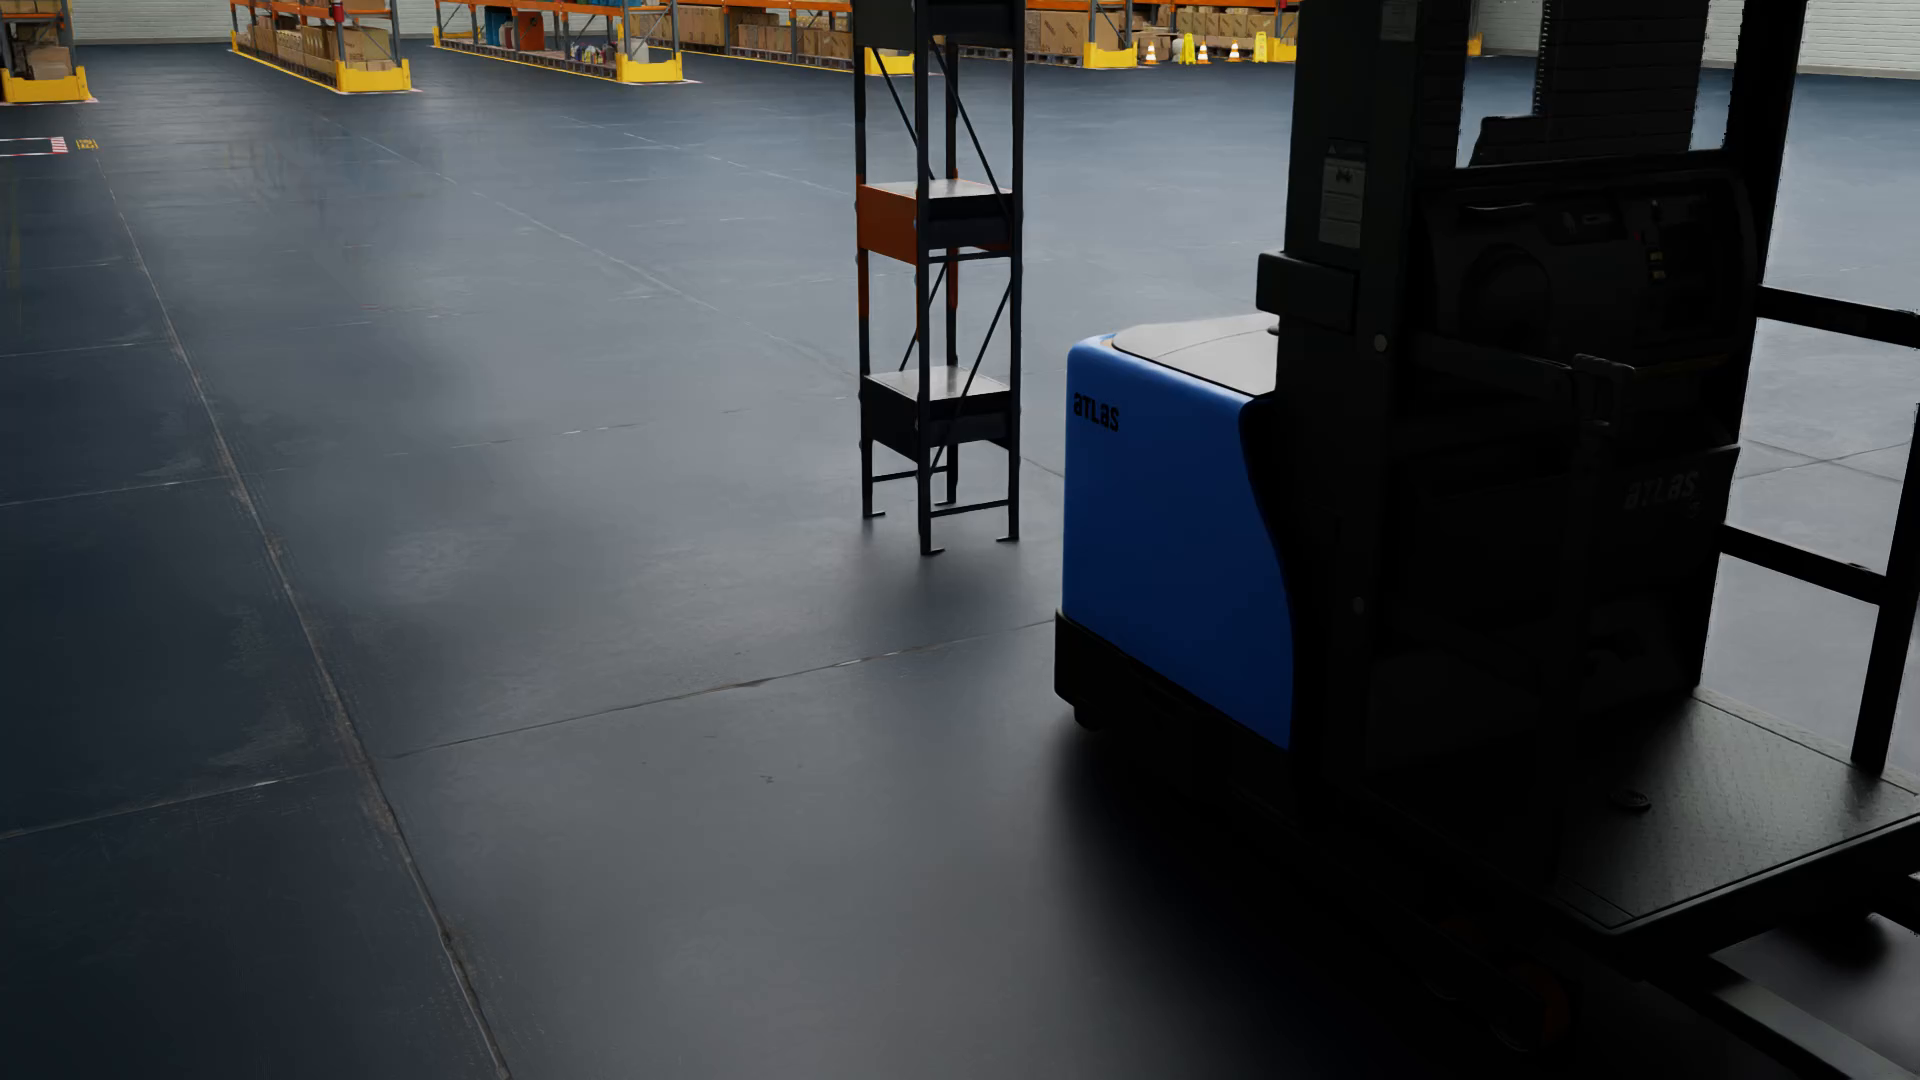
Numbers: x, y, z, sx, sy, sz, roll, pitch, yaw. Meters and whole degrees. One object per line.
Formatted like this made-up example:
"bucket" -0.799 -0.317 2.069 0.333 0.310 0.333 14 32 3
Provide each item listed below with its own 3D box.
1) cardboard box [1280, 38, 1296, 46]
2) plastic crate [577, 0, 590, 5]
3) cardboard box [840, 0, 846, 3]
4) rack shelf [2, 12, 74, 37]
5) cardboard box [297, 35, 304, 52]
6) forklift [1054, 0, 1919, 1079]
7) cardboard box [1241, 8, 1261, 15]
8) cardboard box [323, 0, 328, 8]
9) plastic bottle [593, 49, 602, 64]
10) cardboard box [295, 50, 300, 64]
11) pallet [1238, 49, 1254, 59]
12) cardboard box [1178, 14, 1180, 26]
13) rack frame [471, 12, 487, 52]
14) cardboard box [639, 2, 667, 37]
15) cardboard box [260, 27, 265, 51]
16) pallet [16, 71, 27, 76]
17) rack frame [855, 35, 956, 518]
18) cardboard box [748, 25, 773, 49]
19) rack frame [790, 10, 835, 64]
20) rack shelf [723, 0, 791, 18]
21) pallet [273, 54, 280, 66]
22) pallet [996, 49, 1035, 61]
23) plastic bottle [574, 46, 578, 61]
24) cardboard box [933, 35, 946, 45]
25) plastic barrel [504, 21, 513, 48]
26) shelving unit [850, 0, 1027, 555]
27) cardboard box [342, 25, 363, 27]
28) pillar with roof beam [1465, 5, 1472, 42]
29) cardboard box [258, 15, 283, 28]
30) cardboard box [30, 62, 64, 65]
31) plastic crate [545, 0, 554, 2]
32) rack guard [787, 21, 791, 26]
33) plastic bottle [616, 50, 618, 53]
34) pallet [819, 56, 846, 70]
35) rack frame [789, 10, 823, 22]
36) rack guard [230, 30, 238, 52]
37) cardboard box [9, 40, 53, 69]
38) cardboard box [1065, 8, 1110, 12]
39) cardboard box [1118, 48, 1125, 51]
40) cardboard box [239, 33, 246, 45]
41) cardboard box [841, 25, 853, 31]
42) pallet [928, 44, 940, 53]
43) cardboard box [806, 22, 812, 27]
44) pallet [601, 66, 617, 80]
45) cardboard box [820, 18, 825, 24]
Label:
"cardboard box" 7.310 -11.337 37.961 0.500 0.250 0.500 -10 21 -27
"plastic crate" -7.134 -10.477 32.220 0.450 0.188 0.662 -10 21 -27
"cardboard box" -2.197 -10.917 33.555 0.380 0.149 0.250 -10 21 -27
"rack shelf" -15.299 -8.562 27.448 1.077 0.370 4.000 -10 21 -27
"cardboard box" -12.336 -9.480 31.718 0.500 0.311 0.500 -10 21 -27
"forklift" 1.411 -0.557 3.252 1.130 2.935 3.031 -10 21 -27
"cardboard box" 6.607 -12.009 37.762 0.380 0.149 0.250 -9 21 -25
"cardboard box" -10.939 -9.723 29.558 0.700 0.500 0.500 -9 21 -25
"plastic bottle" -6.984 -9.318 32.039 0.152 0.276 0.135 -10 21 -26
"cardboard box" -12.582 -9.363 32.237 0.500 0.250 0.500 -10 22 -27
"pallet" 7.059 -11.107 37.995 1.003 0.211 1.213 -10 21 -27
"cardboard box" 6.644 -14.927 47.980 0.500 0.500 0.500 -11 22 -28
"rack frame" -11.329 -13.307 40.097 1.000 3.000 0.127 -10 21 -27
"cardboard box" -8.063 -13.984 44.672 0.875 0.875 0.875 -10 21 -27
"cardboard box" -15.181 -11.095 36.843 0.500 0.500 0.500 -10 21 -26
"pallet" -16.620 -8.381 30.096 1.003 0.211 1.213 -10 21 -27
"rack frame" -0.194 -1.110 6.130 0.400 2.100 0.015 -10 21 -27
"cardboard box" -4.460 -11.606 38.324 0.700 0.500 0.500 -12 22 -31
"rack frame" -3.171 -11.778 35.665 1.000 3.000 0.127 -10 21 -27
"rack shelf" -4.121 -12.012 37.446 1.077 0.370 4.000 -10 21 -27
"pallet" -14.112 -10.295 35.642 1.003 0.211 1.213 -10 21 -27
"pallet" 1.534 -10.968 37.594 1.003 0.211 1.213 -10 21 -27
"plastic bottle" -7.587 -9.683 33.095 0.152 0.276 0.135 -9 21 -25
"cardboard box" -0.029 -12.361 40.160 1.050 0.750 0.750 -10 21 -26
"plastic barrel" -10.213 -11.679 38.433 0.600 0.588 0.708 -10 21 -27
"shelving unit" -0.079 -1.040 5.927 0.431 2.100 0.503 -10 21 -27
"cardboard box" -11.251 -9.253 30.770 0.500 0.500 0.500 -10 21 -27
"pillar with roof beam" 8.490 -15.443 37.089 9.100 9.000 0.400 -10 21 -27
"cardboard box" -15.200 -11.458 36.746 0.500 0.250 0.500 -10 21 -27
"cardboard box" -14.869 -7.641 27.123 0.500 0.311 0.500 -8 21 -22
"plastic crate" -8.327 -11.271 34.222 0.392 0.384 0.575 -10 21 -27
"rack guard" -4.420 -14.758 48.135 1.175 0.500 0.348 -10 21 -27
"plastic bottle" -6.746 -9.582 32.793 0.061 0.283 0.133 -10 21 -27
"pallet" -2.238 -9.921 34.560 1.003 0.211 1.213 -10 21 -27
"rack frame" -4.456 -15.962 47.790 1.000 3.000 0.127 -10 21 -27
"rack guard" -17.553 -12.486 41.548 1.175 0.500 0.348 -10 21 -27
"cardboard box" -16.902 -8.851 30.342 0.700 0.500 0.500 -10 22 -28
"cardboard box" 3.396 -13.866 44.331 0.875 0.875 0.875 -10 22 -27
"cardboard box" 3.679 -11.016 37.650 0.396 0.266 0.258 -6 20 -17
"cardboard box" -17.106 -12.110 40.169 0.500 0.250 0.500 -10 21 -27
"cardboard box" -2.986 -13.846 44.930 0.380 0.149 0.250 -10 21 -26
"pallet" -0.349 -12.109 40.900 1.003 0.211 1.213 -10 21 -27
"cardboard box" -4.133 -14.529 46.908 0.380 0.149 0.250 -9 21 -25
"pallet" -6.089 -8.793 31.289 1.003 0.211 1.213 -10 21 -27
"cardboard box" -3.639 -14.370 45.993 0.380 0.149 0.250 -11 22 -29
